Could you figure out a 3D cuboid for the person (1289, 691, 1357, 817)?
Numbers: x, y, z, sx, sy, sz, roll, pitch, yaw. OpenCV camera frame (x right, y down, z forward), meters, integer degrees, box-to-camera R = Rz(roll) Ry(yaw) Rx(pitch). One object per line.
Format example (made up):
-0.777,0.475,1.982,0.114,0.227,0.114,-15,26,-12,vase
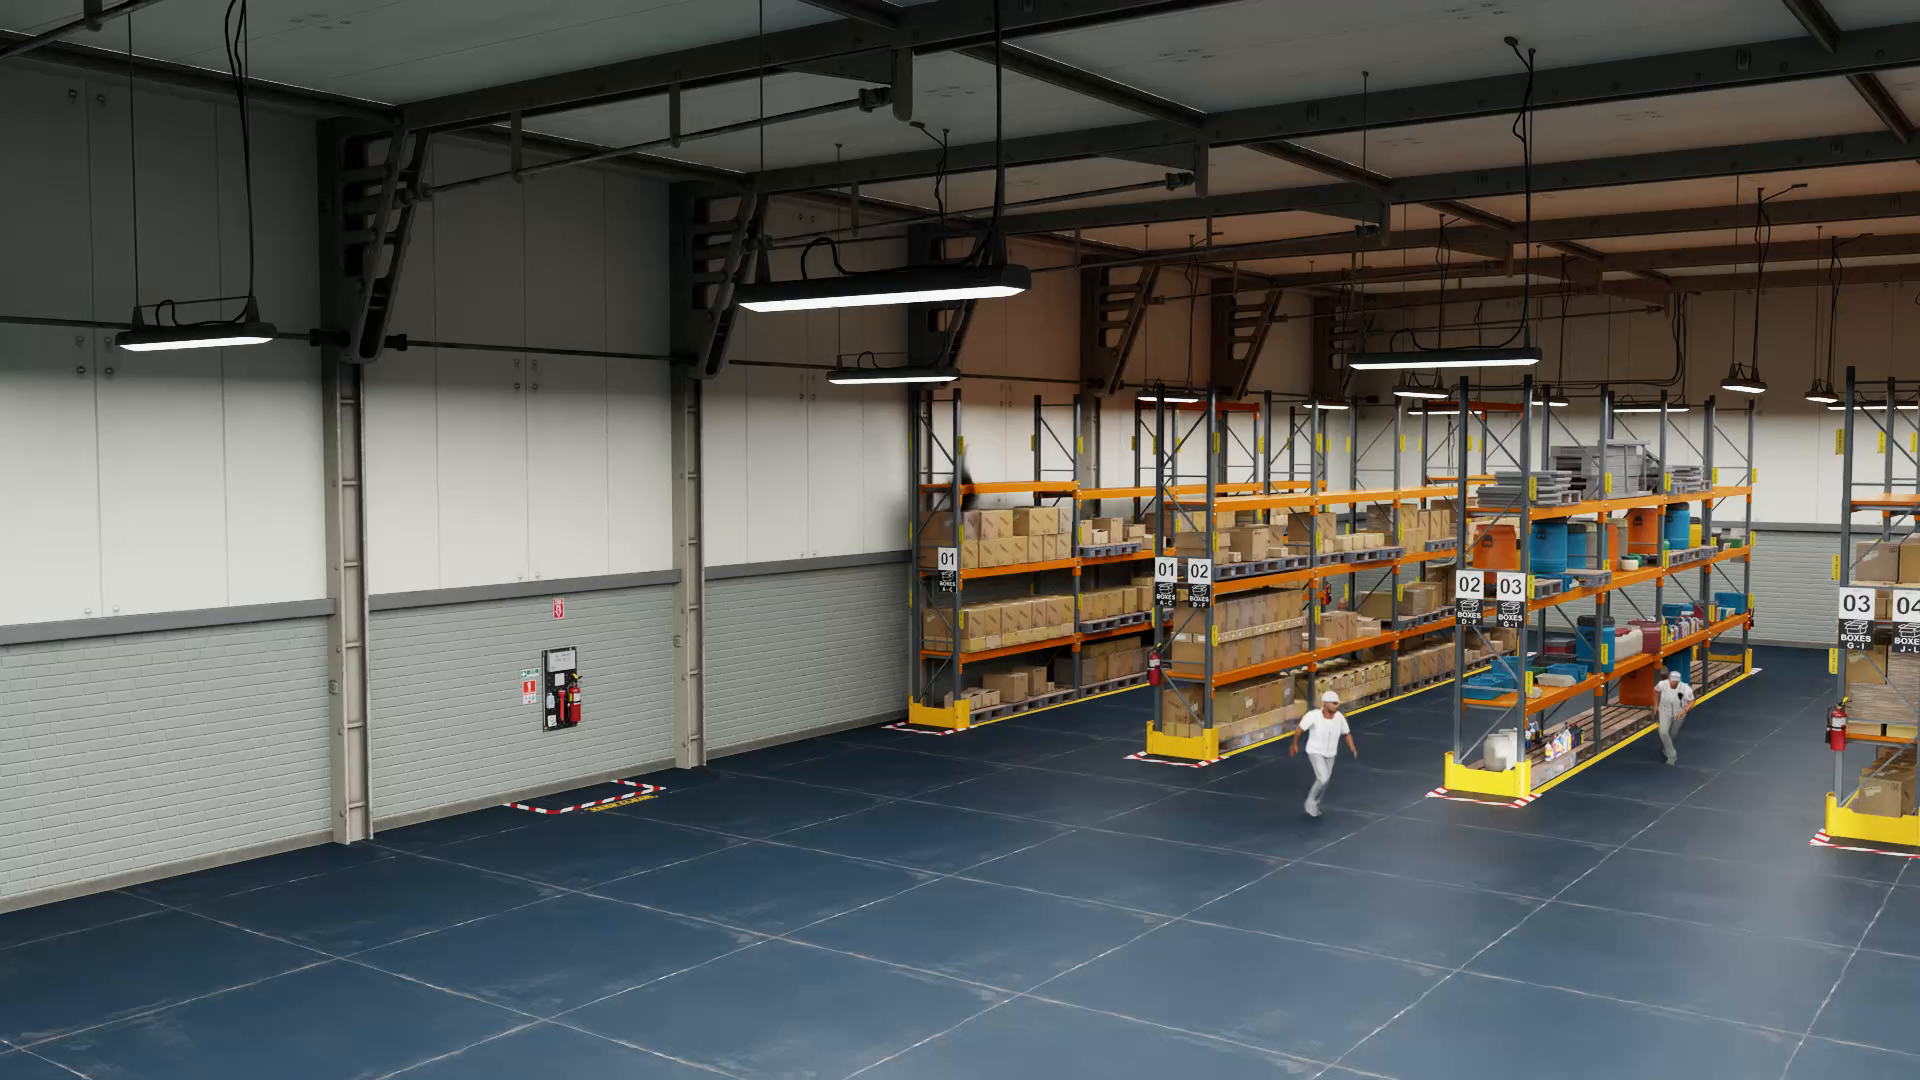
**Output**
4.886,2.862,22.209,0.680,1.711,0.821,-1,3,-20,person

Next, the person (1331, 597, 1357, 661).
8.418,2.081,36.127,1.035,1.715,0.672,-3,4,-39,person

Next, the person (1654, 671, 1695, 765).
11.294,2.777,26.311,0.598,1.523,1.101,1,4,23,person
